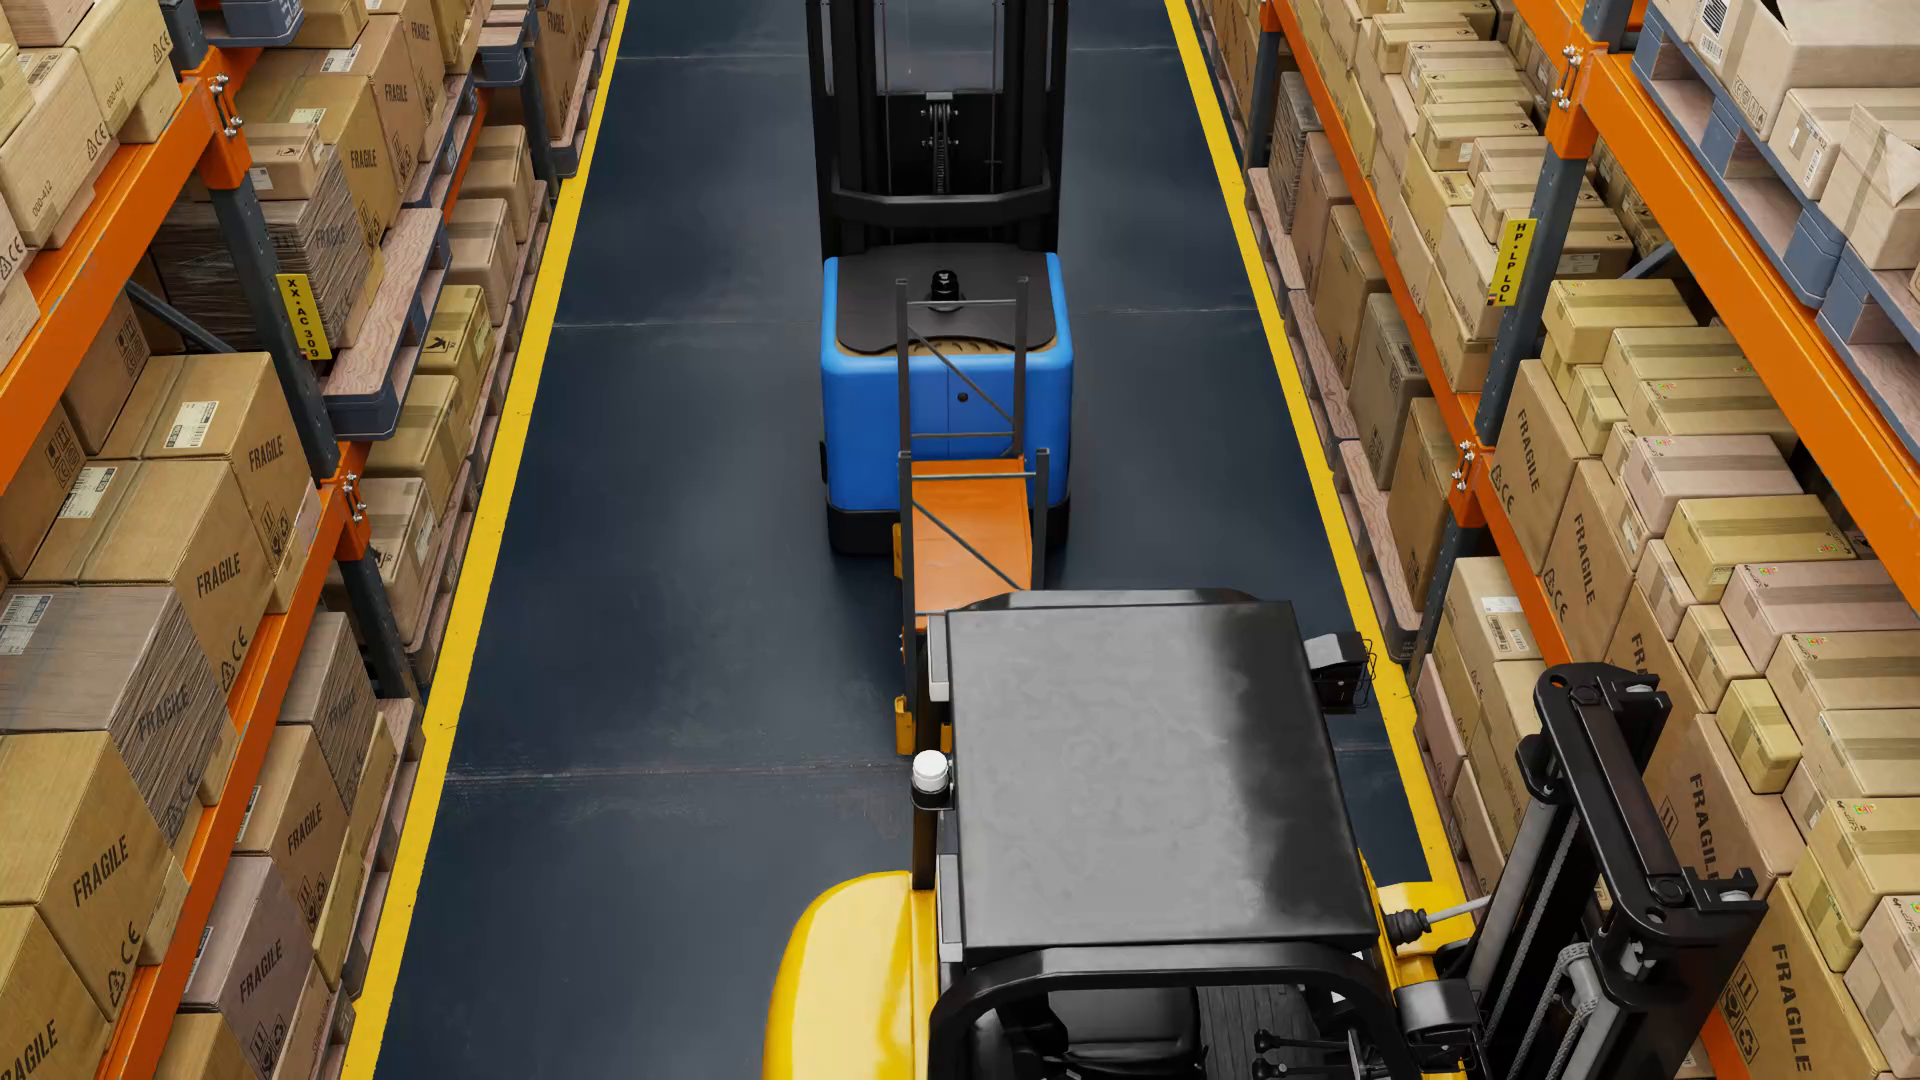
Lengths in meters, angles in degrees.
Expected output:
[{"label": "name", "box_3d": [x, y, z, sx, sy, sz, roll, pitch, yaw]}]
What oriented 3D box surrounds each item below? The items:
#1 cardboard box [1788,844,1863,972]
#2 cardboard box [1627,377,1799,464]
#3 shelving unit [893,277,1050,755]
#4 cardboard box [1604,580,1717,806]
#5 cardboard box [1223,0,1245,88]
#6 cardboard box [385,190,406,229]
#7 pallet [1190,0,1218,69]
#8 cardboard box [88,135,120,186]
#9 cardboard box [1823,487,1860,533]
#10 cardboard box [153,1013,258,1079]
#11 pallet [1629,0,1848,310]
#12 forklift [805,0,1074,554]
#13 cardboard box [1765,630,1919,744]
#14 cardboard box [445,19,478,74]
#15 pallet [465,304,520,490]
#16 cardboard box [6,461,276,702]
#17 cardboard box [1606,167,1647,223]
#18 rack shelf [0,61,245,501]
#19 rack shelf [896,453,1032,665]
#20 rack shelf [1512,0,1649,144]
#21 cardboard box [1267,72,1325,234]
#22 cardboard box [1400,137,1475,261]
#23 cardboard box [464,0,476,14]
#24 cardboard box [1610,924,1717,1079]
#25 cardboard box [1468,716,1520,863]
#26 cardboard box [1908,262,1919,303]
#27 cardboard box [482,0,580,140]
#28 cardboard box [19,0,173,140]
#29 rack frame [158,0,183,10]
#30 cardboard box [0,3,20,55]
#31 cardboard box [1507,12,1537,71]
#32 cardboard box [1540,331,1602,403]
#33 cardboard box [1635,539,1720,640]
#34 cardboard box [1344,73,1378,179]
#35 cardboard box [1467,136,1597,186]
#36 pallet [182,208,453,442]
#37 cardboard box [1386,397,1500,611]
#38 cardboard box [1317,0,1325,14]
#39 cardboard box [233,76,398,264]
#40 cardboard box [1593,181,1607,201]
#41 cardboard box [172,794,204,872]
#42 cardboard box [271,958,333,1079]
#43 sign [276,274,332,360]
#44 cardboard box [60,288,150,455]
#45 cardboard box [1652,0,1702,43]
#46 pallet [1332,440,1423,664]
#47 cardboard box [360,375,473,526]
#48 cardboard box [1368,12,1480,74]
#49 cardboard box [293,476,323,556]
[{"label": "cardboard box", "box_3d": [2.116, 0.818, 3.734, 0.380, 0.149, 0.250, -1, 43, -1]}, {"label": "cardboard box", "box_3d": [2.157, -0.332, 4.767, 0.380, 0.149, 0.250, -2, 43, -3]}, {"label": "shelving unit", "box_3d": [0.026, -0.085, 6.383, 0.587, 1.500, 1.083, -1, 43, -2]}, {"label": "cardboard box", "box_3d": [2.138, 0.448, 4.617, 0.500, 0.500, 0.500, -2, 43, -2]}, {"label": "cardboard box", "box_3d": [1.906, -3.067, 10.065, 0.500, 0.500, 0.500, -2, 43, -2]}, {"label": "cardboard box", "box_3d": [-2.407, -1.348, 6.525, 0.380, 0.149, 0.250, -1, 43, -1]}, {"label": "pallet", "box_3d": [2.107, -3.515, 11.078, 1.003, 0.211, 1.213, -2, 43, -2]}, {"label": "cardboard box", "box_3d": [-2.399, -1.006, 4.244, 0.380, 0.149, 0.250, -1, 43, -1]}, {"label": "cardboard box", "box_3d": [2.687, -0.061, 4.692, 0.380, 0.149, 0.250, -1, 43, -2]}, {"label": "cardboard box", "box_3d": [-2.269, 1.652, 4.547, 0.500, 0.500, 0.500, -1, 43, -1]}, {"label": "pallet", "box_3d": [2.381, -1.013, 4.131, 1.003, 0.211, 1.213, -2, 43, -2]}, {"label": "forklift", "box_3d": [-0.104, -2.000, 7.413, 1.130, 2.935, 3.031, -1, 43, -2]}, {"label": "cardboard box", "box_3d": [2.199, 0.358, 4.015, 0.380, 0.149, 0.250, -1, 43, -2]}, {"label": "cardboard box", "box_3d": [-2.393, -2.215, 7.472, 0.380, 0.149, 0.250, -1, 43, -1]}, {"label": "pallet", "box_3d": [-2.729, -0.694, 8.000, 1.003, 0.211, 1.213, -2, 43, -2]}, {"label": "cardboard box", "box_3d": [-2.344, 0.123, 4.751, 0.500, 0.500, 0.500, 0, 43, 0]}, {"label": "cardboard box", "box_3d": [2.560, -1.217, 5.954, 0.380, 0.149, 0.250, -3, 43, -3]}, {"label": "rack shelf", "box_3d": [-2.555, 0.139, 3.340, 1.077, 0.370, 4.000, -2, 43, -2]}, {"label": "rack shelf", "box_3d": [0.027, 0.054, 6.497, 0.538, 0.185, 1.000, -1, 43, -2]}, {"label": "rack shelf", "box_3d": [2.234, -2.706, 6.445, 1.077, 0.370, 4.000, -2, 43, -2]}, {"label": "cardboard box", "box_3d": [2.162, -2.074, 8.889, 0.875, 0.625, 0.625, 0, 43, 0]}, {"label": "cardboard box", "box_3d": [2.014, -1.316, 6.356, 0.500, 0.250, 0.500, -3, 43, -3]}, {"label": "cardboard box", "box_3d": [-2.480, -2.725, 7.547, 0.500, 0.500, 0.500, -2, 43, -2]}, {"label": "cardboard box", "box_3d": [2.085, 1.346, 4.695, 0.500, 0.250, 0.500, -2, 43, -3]}, {"label": "cardboard box", "box_3d": [2.055, 0.834, 5.624, 0.500, 0.250, 0.500, -2, 43, -2]}, {"label": "cardboard box", "box_3d": [2.297, -0.533, 3.080, 0.797, 0.503, 0.637, 0, 43, 0]}, {"label": "cardboard box", "box_3d": [-2.756, -2.911, 9.617, 0.875, 0.875, 0.875, -2, 43, -2]}, {"label": "cardboard box", "box_3d": [-2.352, -1.239, 4.203, 0.500, 0.250, 0.500, -2, 43, -2]}, {"label": "rack frame", "box_3d": [-2.640, -2.582, 3.557, 1.000, 3.000, 0.127, -2, 43, -2]}, {"label": "cardboard box", "box_3d": [-2.399, -1.118, 3.776, 0.380, 0.149, 0.250, -1, 43, -1]}, {"label": "cardboard box", "box_3d": [2.500, -2.065, 6.879, 0.380, 0.149, 0.250, -1, 43, -1]}, {"label": "cardboard box", "box_3d": [2.070, -0.569, 5.246, 0.380, 0.149, 0.250, -2, 43, -2]}, {"label": "cardboard box", "box_3d": [2.067, 0.127, 4.487, 0.380, 0.149, 0.250, -2, 43, -2]}, {"label": "cardboard box", "box_3d": [1.990, -1.817, 7.273, 0.500, 0.250, 0.500, 0, 43, 0]}, {"label": "cardboard box", "box_3d": [2.096, -1.356, 6.105, 0.380, 0.149, 0.250, -2, 43, -2]}, {"label": "pallet", "box_3d": [-2.527, -0.820, 6.216, 1.003, 0.211, 1.213, -2, 43, -2]}, {"label": "cardboard box", "box_3d": [2.286, -0.147, 6.787, 0.875, 0.625, 0.625, 0, 43, 0]}, {"label": "cardboard box", "box_3d": [1.944, -2.700, 7.867, 0.500, 0.250, 0.500, 0, 43, 0]}, {"label": "cardboard box", "box_3d": [-2.395, -1.335, 6.031, 0.500, 0.500, 0.500, -2, 43, -2]}, {"label": "cardboard box", "box_3d": [2.543, -1.334, 6.376, 0.500, 0.250, 0.500, -2, 43, -2]}, {"label": "cardboard box", "box_3d": [-2.294, 0.790, 4.504, 0.380, 0.149, 0.250, -2, 43, -3]}, {"label": "cardboard box", "box_3d": [-2.297, 1.582, 5.178, 0.500, 0.250, 0.500, -1, 43, -1]}, {"label": "sign", "box_3d": [-2.098, -0.710, 5.314, 0.100, 0.325, 0.005, -2, 43, -2]}, {"label": "cardboard box", "box_3d": [-2.838, -0.582, 4.781, 0.700, 0.500, 0.500, -2, 43, -2]}, {"label": "cardboard box", "box_3d": [2.035, -1.409, 4.298, 0.380, 0.149, 0.250, -1, 43, -1]}, {"label": "pallet", "box_3d": [2.249, 0.016, 7.226, 1.003, 0.211, 1.213, -2, 43, -2]}, {"label": "cardboard box", "box_3d": [-2.699, -0.396, 7.246, 0.950, 0.372, 0.625, 1, 43, 1]}, {"label": "cardboard box", "box_3d": [1.910, -2.054, 6.867, 0.380, 0.149, 0.250, -3, 43, -3]}, {"label": "cardboard box", "box_3d": [-2.322, -0.070, 5.442, 0.380, 0.149, 0.250, -2, 43, -2]}]
